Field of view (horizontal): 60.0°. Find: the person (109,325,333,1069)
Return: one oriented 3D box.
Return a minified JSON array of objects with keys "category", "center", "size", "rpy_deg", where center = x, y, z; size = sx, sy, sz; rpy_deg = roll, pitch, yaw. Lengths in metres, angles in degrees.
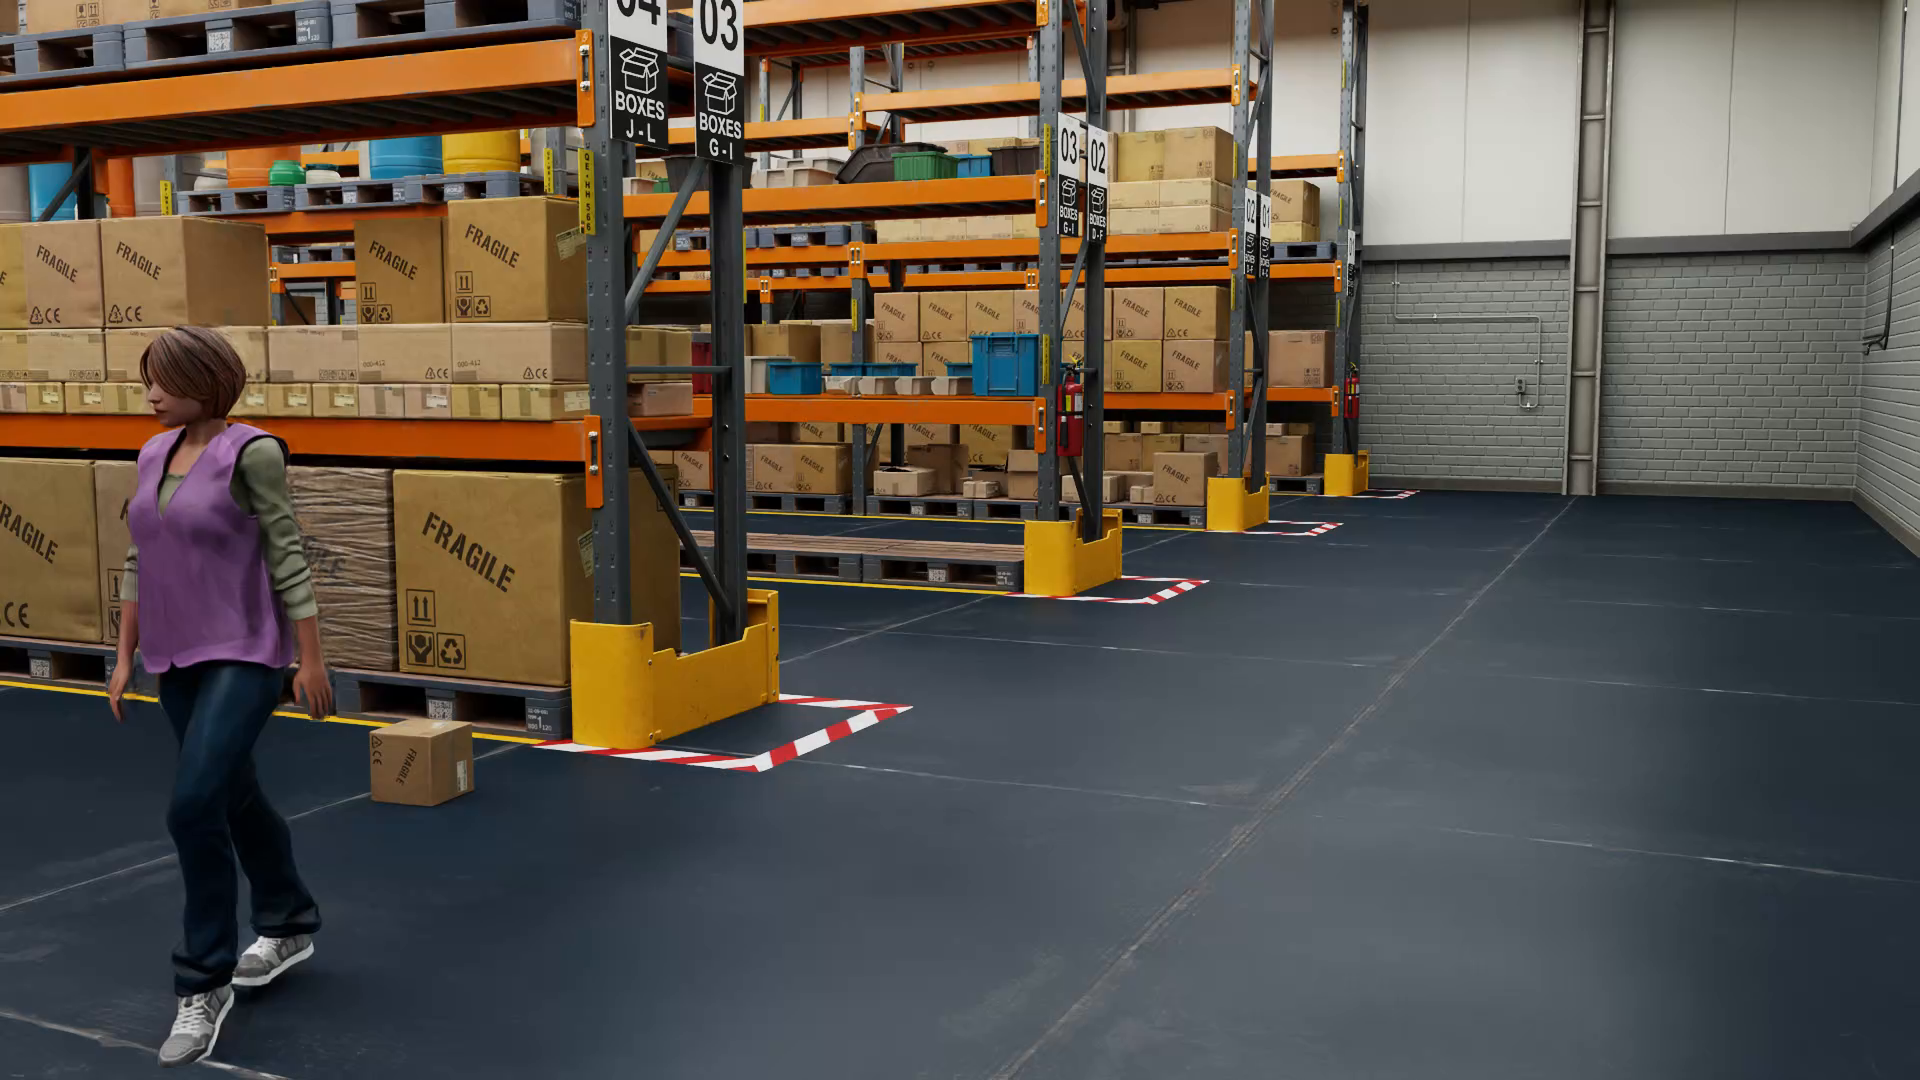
[{"category":"person","center":[-1.739,0.323,3.856],"size":[0.467,1.630,0.614],"rpy_deg":[3,6,24]}]
